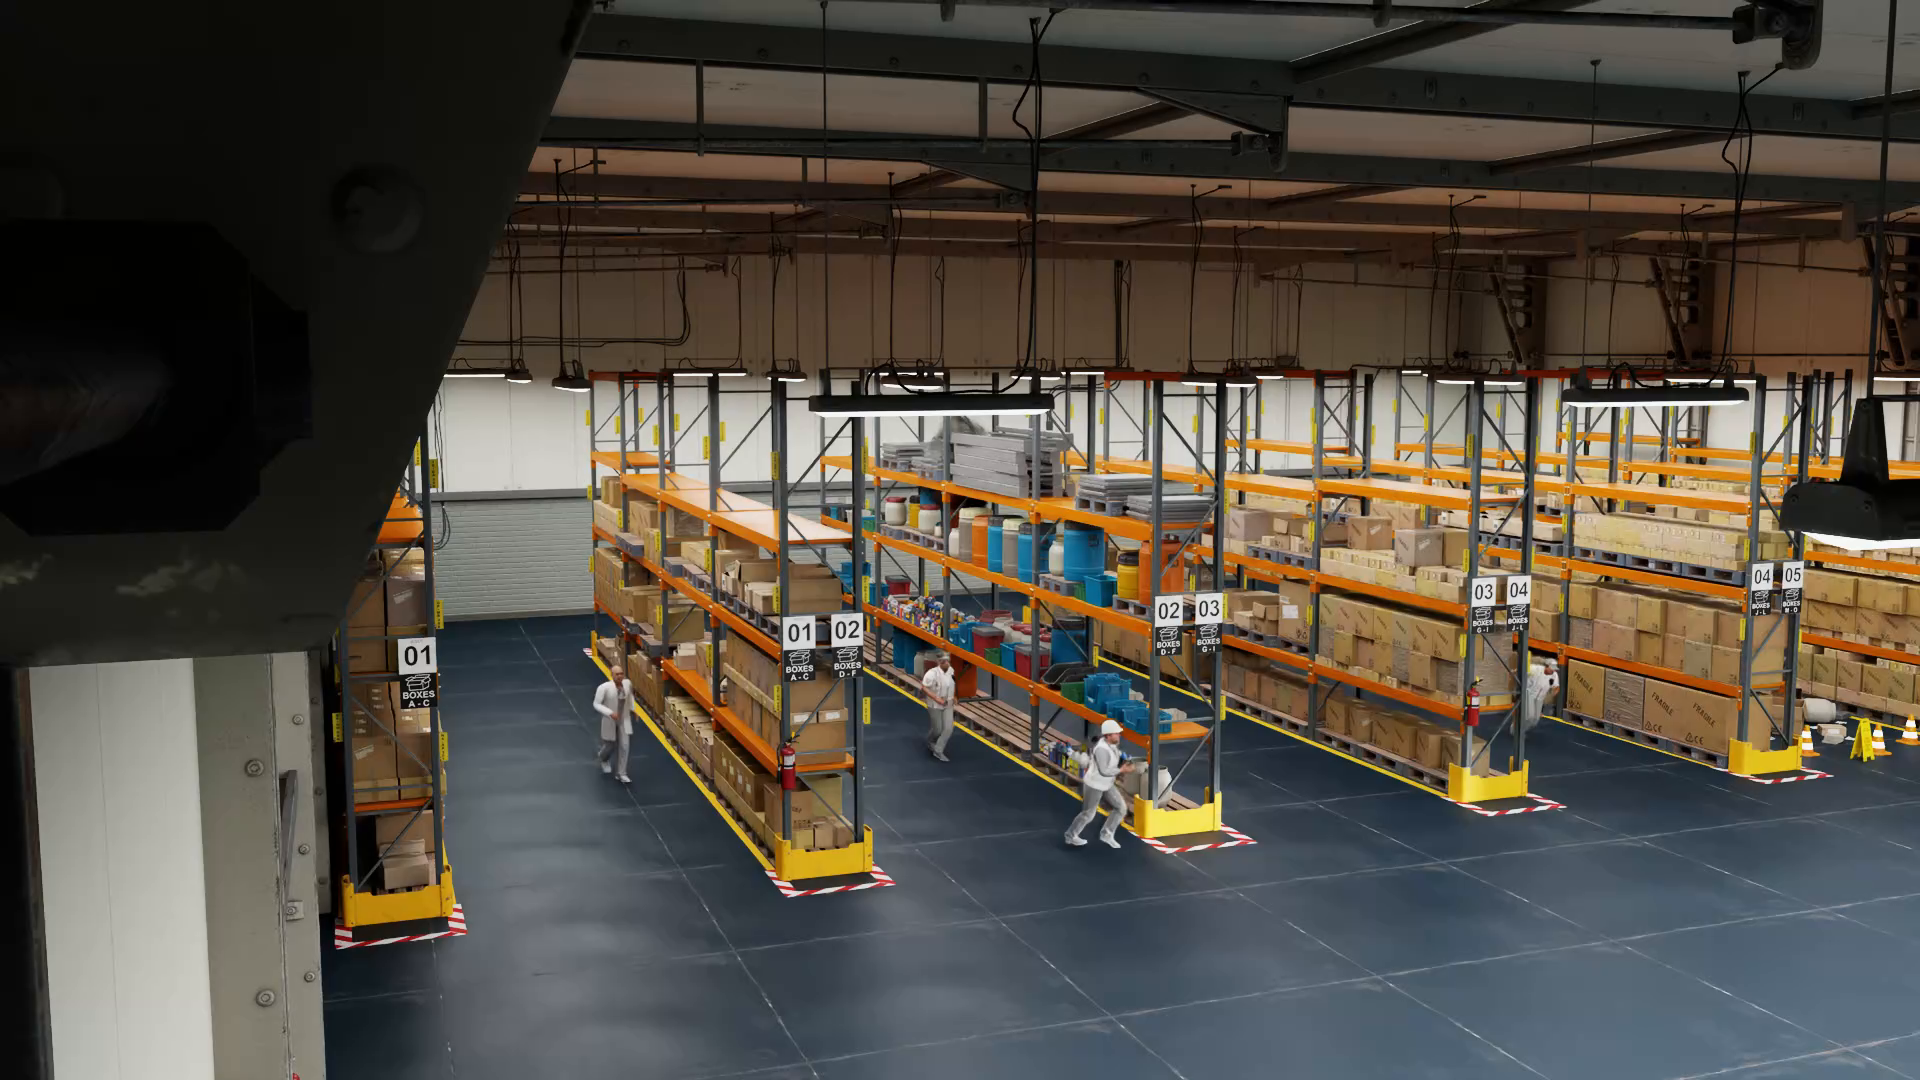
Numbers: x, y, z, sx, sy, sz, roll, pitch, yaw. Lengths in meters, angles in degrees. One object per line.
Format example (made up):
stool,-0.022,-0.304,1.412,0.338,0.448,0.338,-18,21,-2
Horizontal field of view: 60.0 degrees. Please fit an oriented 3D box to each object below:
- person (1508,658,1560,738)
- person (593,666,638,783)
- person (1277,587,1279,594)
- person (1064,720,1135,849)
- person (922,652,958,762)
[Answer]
person,9.428,2.589,27.176,0.602,1.422,0.963,-1,7,-12
person,-5.178,2.705,24.804,0.697,1.742,0.945,-4,7,-32
person,8.076,0.926,40.935,0.836,1.656,0.586,3,7,24
person,1.781,3.116,21.159,0.940,1.721,0.585,3,7,27
person,-0.359,2.576,26.114,0.648,1.738,0.695,-4,7,-29
